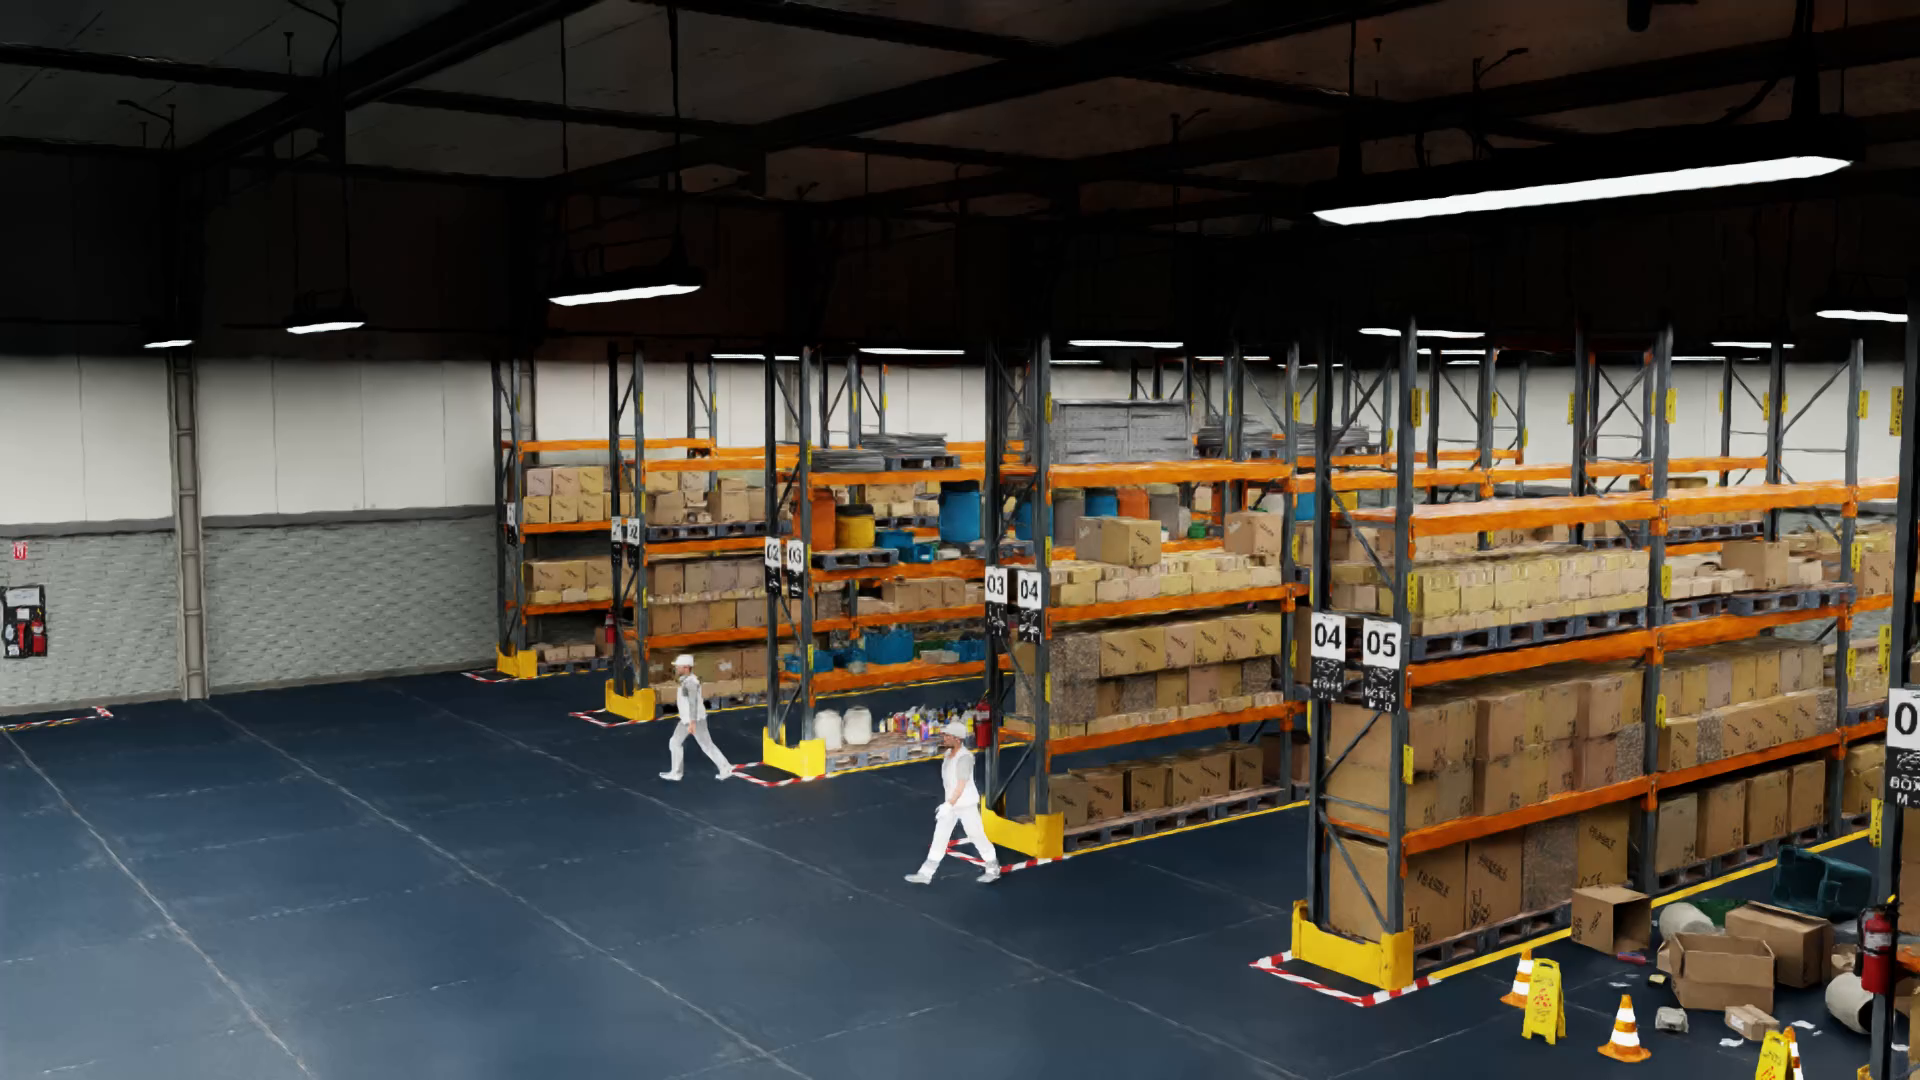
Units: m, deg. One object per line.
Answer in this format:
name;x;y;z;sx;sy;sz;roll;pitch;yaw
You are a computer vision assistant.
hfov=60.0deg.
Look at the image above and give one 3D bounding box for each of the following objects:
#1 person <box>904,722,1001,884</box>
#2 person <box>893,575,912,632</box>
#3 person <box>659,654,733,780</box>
person;-0.054;2.758;17.420;1.024;1.725;0.533;-3;6;-27
person;-1.126;1.431;32.884;0.578;1.714;0.702;-4;6;-39
person;-3.528;2.367;22.168;0.955;1.722;0.570;-2;5;-17
